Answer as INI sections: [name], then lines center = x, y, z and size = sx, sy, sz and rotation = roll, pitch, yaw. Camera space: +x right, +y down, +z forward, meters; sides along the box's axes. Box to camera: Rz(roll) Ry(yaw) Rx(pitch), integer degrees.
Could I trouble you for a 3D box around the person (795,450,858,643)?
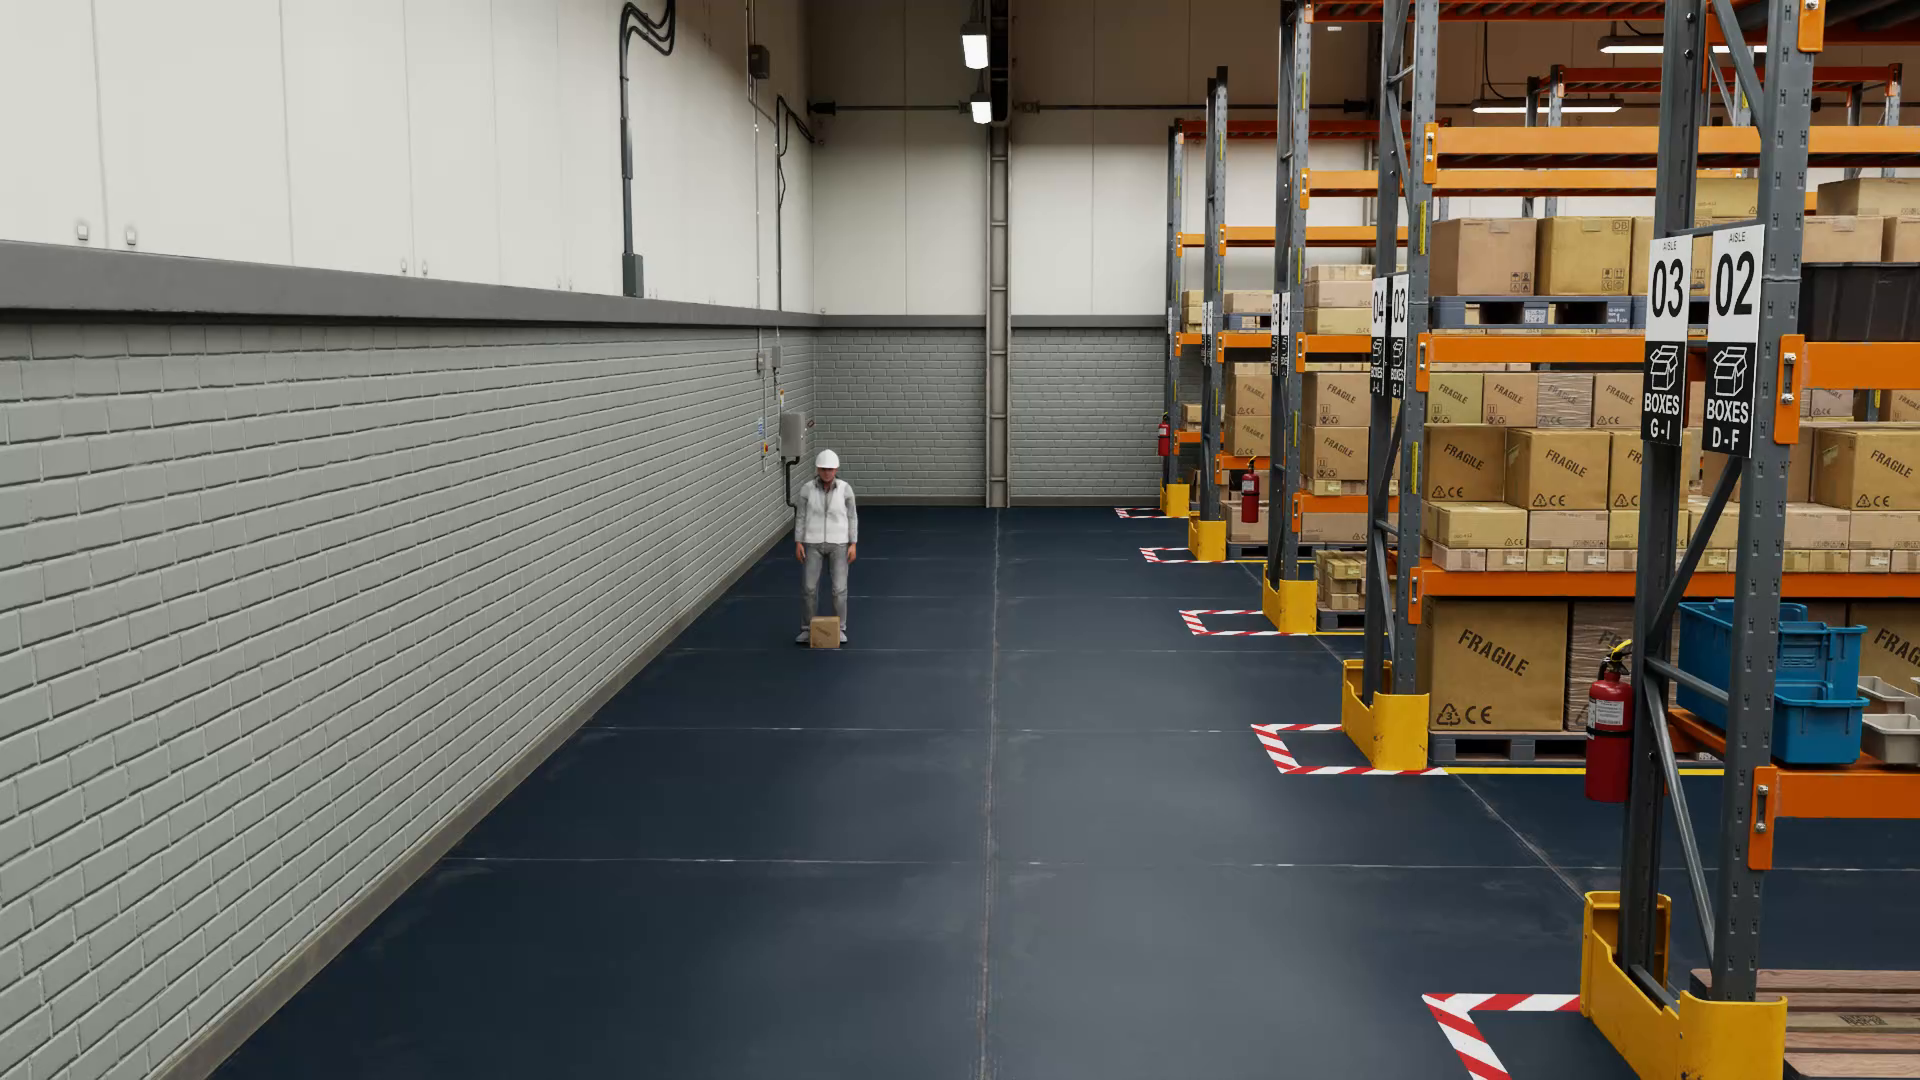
[person]
center = -1.226, 0.052, 15.254
size = 0.578, 1.770, 0.466
rotation = 0, 7, -1
